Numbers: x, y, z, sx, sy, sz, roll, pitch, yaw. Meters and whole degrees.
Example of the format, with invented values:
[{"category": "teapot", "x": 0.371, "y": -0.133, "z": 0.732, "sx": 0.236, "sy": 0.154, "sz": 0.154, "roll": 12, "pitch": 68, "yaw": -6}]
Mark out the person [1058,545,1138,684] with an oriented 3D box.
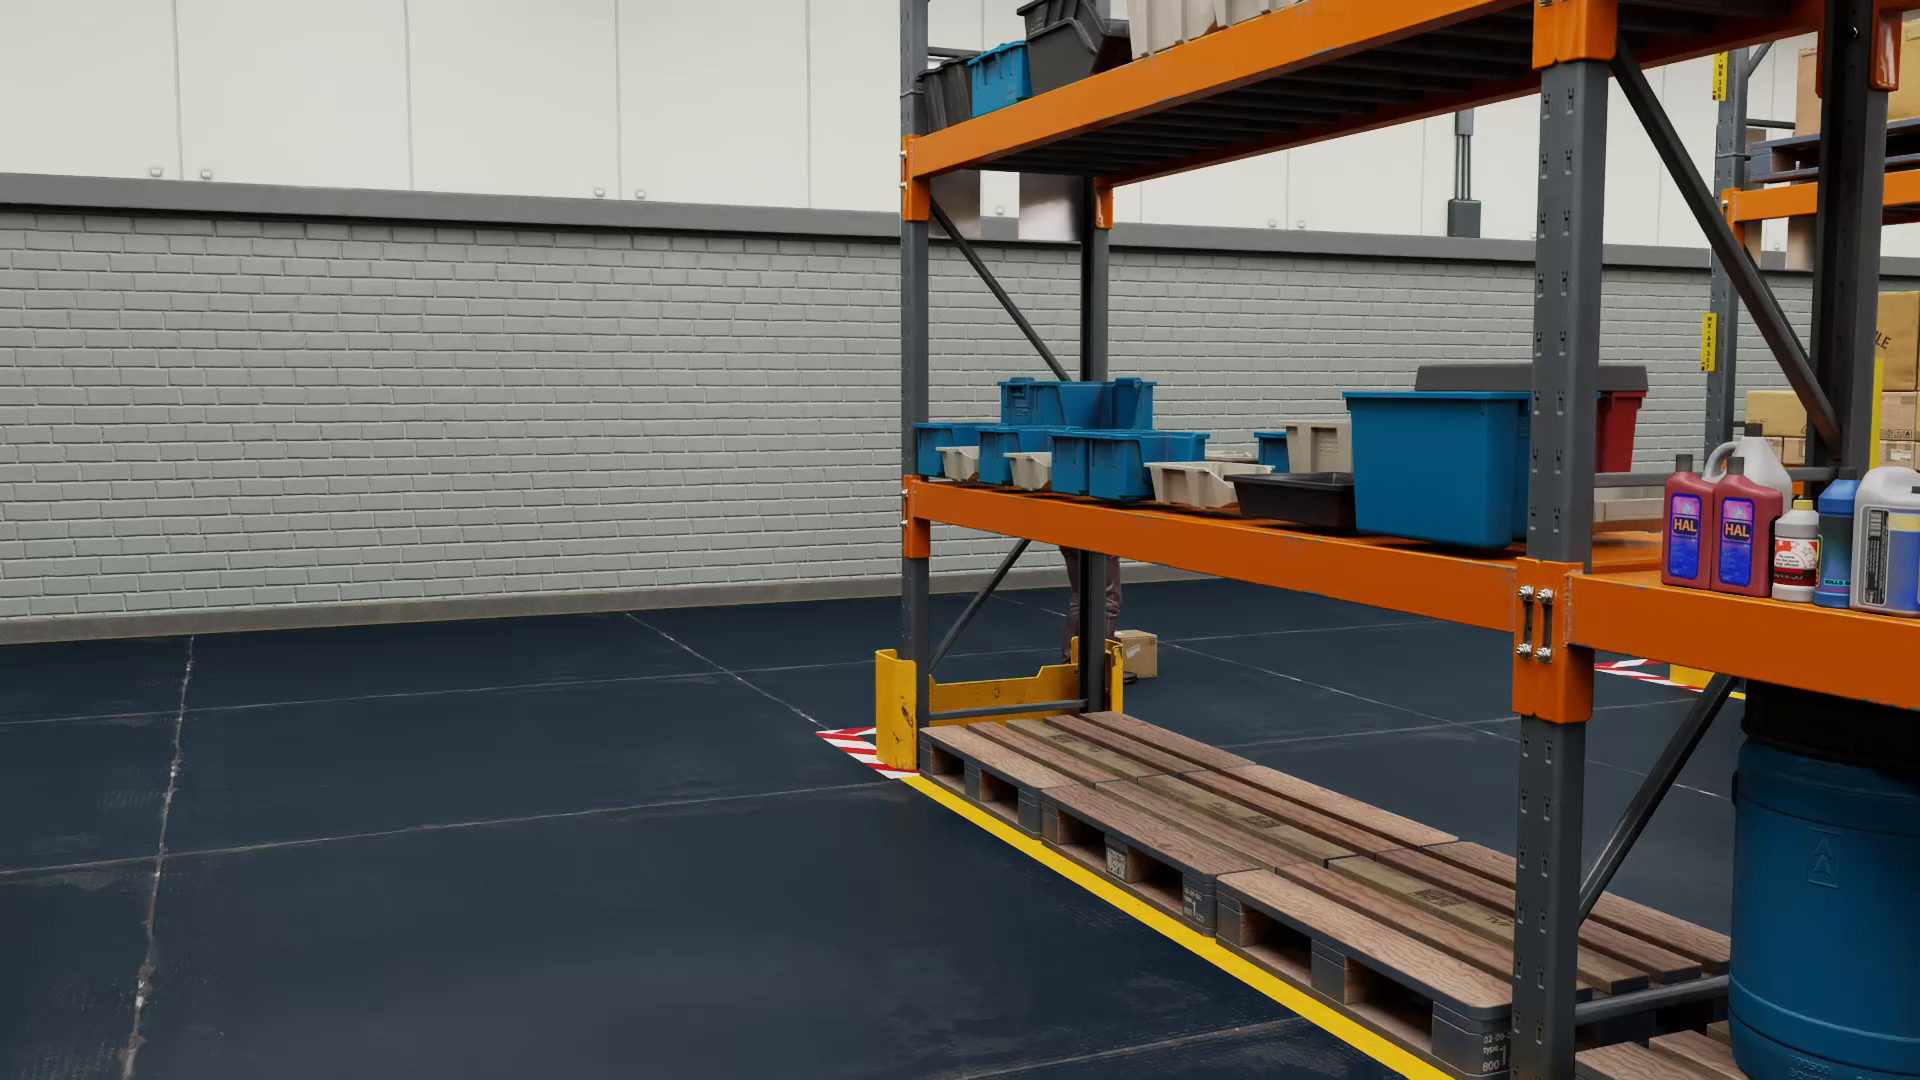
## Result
[{"category": "person", "x": 0.753, "y": -0.035, "z": 9.757, "sx": 0.420, "sy": 1.720, "sz": 0.579, "roll": -2, "pitch": 6, "yaw": -24}]
